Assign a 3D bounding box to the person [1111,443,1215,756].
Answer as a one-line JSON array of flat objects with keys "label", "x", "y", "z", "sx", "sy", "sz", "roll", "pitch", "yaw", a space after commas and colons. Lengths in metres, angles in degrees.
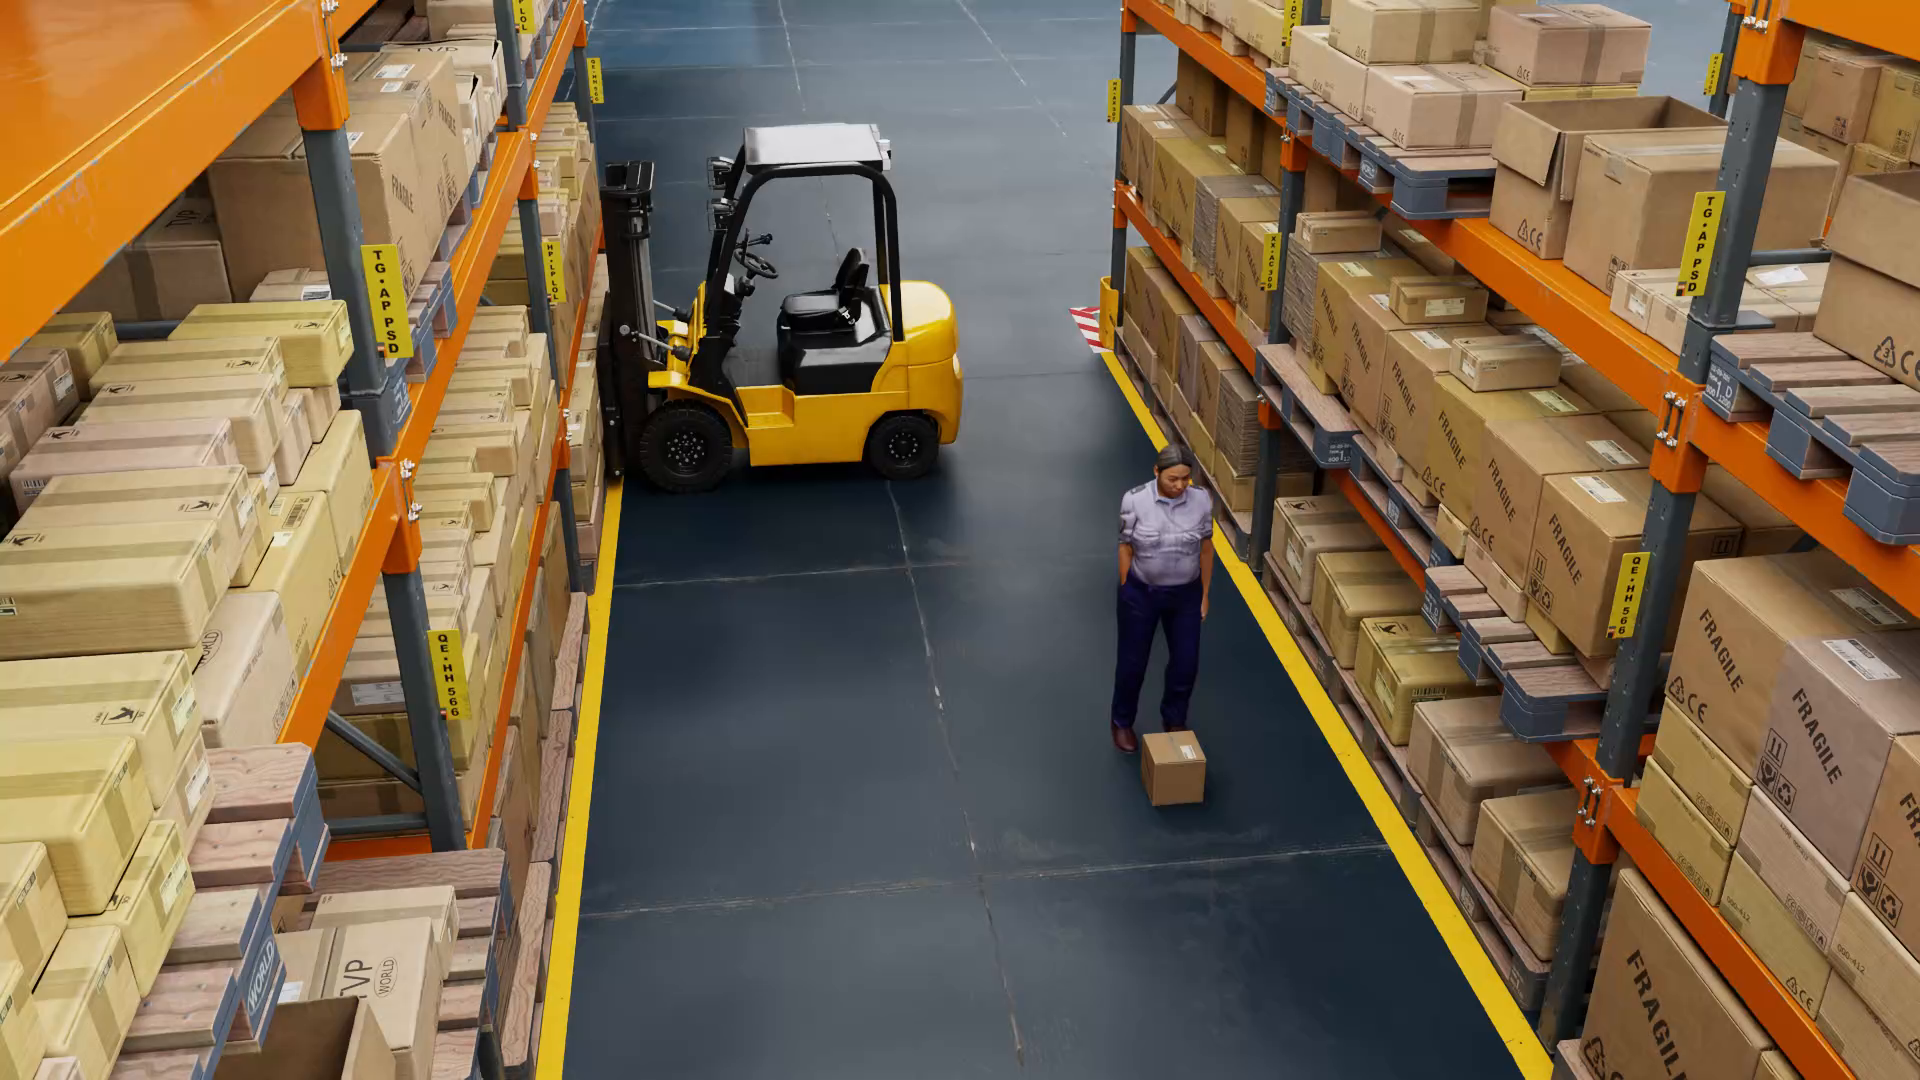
[{"label": "person", "x": 0.996, "y": 0.282, "z": 8.104, "sx": 0.472, "sy": 1.645, "sz": 0.340, "roll": -3, "pitch": 27, "yaw": -6}]
